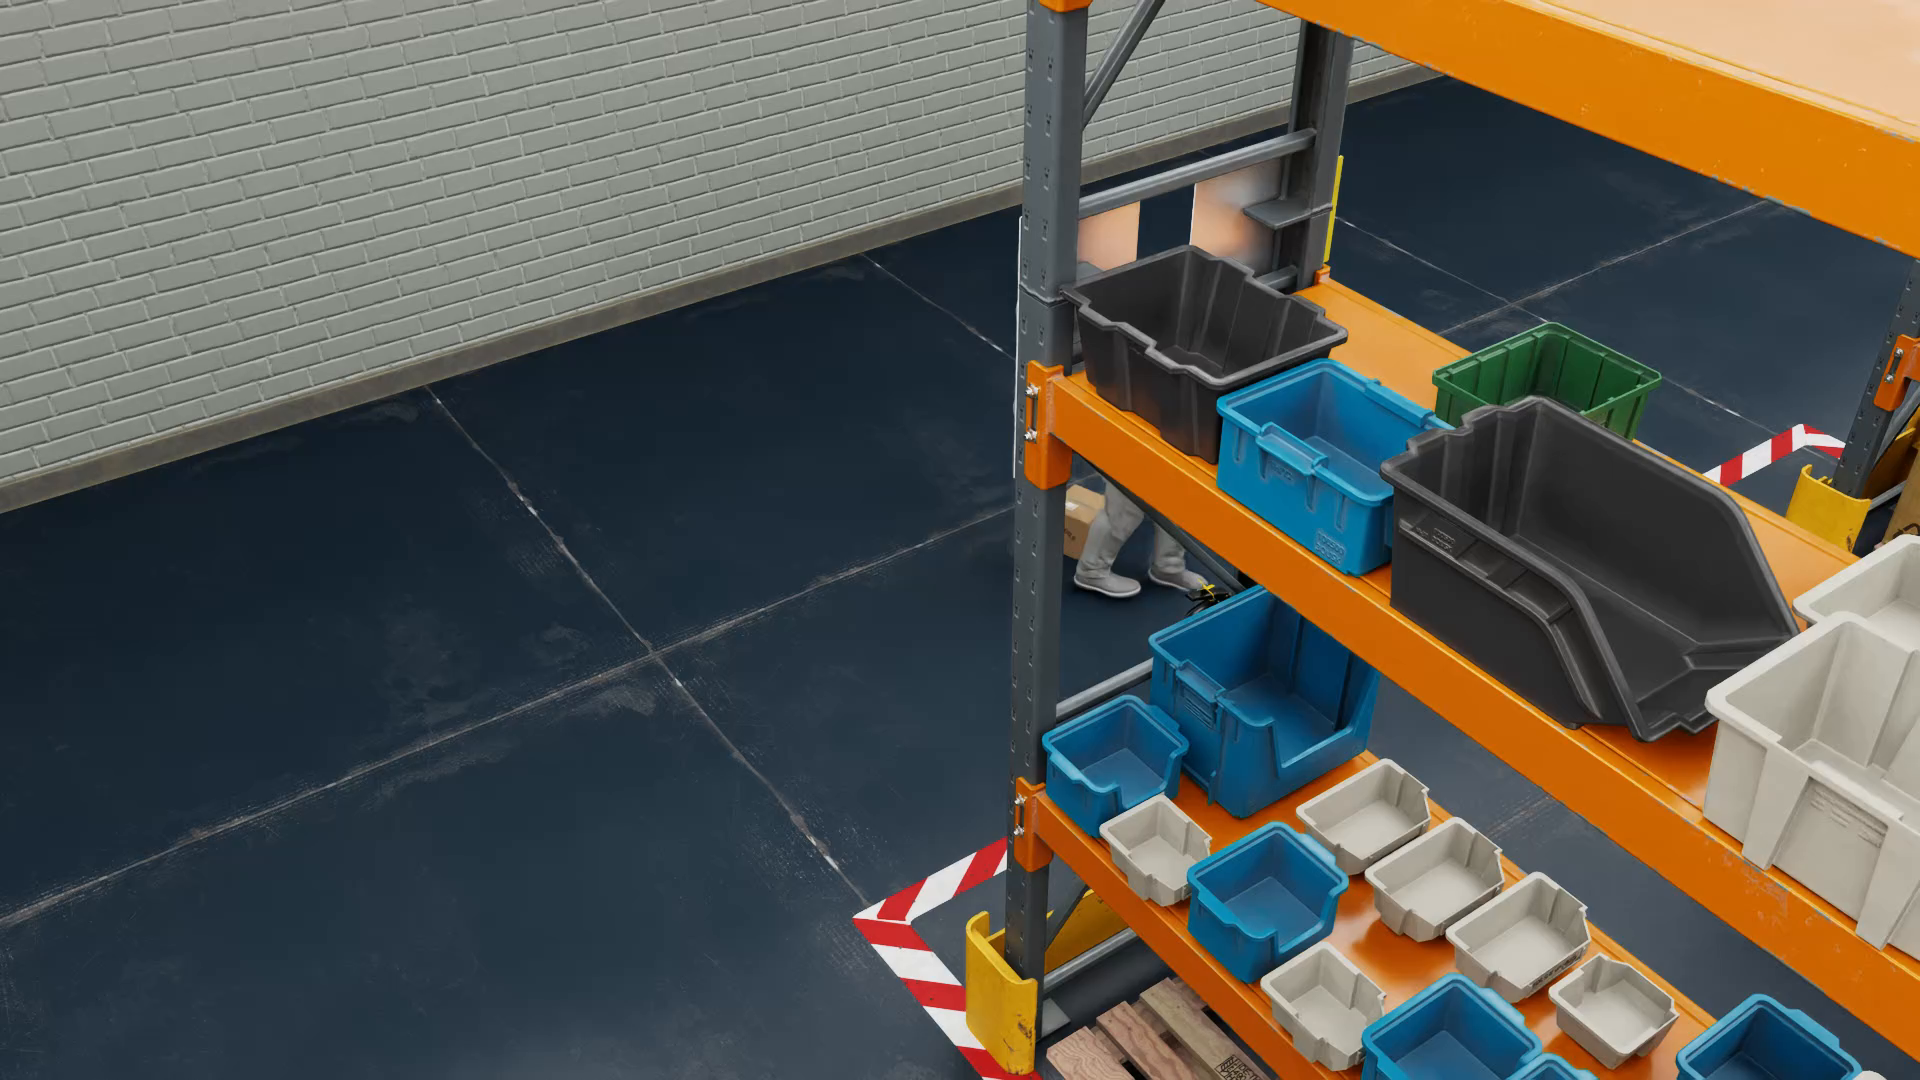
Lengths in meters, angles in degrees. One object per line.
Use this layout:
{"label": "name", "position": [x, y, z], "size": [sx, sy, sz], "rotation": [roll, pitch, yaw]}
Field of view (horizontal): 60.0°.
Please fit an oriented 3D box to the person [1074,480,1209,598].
{"label": "person", "position": [0.863, -0.416, 7.591], "size": [0.630, 1.800, 0.569], "rotation": [10, 37, 14]}
